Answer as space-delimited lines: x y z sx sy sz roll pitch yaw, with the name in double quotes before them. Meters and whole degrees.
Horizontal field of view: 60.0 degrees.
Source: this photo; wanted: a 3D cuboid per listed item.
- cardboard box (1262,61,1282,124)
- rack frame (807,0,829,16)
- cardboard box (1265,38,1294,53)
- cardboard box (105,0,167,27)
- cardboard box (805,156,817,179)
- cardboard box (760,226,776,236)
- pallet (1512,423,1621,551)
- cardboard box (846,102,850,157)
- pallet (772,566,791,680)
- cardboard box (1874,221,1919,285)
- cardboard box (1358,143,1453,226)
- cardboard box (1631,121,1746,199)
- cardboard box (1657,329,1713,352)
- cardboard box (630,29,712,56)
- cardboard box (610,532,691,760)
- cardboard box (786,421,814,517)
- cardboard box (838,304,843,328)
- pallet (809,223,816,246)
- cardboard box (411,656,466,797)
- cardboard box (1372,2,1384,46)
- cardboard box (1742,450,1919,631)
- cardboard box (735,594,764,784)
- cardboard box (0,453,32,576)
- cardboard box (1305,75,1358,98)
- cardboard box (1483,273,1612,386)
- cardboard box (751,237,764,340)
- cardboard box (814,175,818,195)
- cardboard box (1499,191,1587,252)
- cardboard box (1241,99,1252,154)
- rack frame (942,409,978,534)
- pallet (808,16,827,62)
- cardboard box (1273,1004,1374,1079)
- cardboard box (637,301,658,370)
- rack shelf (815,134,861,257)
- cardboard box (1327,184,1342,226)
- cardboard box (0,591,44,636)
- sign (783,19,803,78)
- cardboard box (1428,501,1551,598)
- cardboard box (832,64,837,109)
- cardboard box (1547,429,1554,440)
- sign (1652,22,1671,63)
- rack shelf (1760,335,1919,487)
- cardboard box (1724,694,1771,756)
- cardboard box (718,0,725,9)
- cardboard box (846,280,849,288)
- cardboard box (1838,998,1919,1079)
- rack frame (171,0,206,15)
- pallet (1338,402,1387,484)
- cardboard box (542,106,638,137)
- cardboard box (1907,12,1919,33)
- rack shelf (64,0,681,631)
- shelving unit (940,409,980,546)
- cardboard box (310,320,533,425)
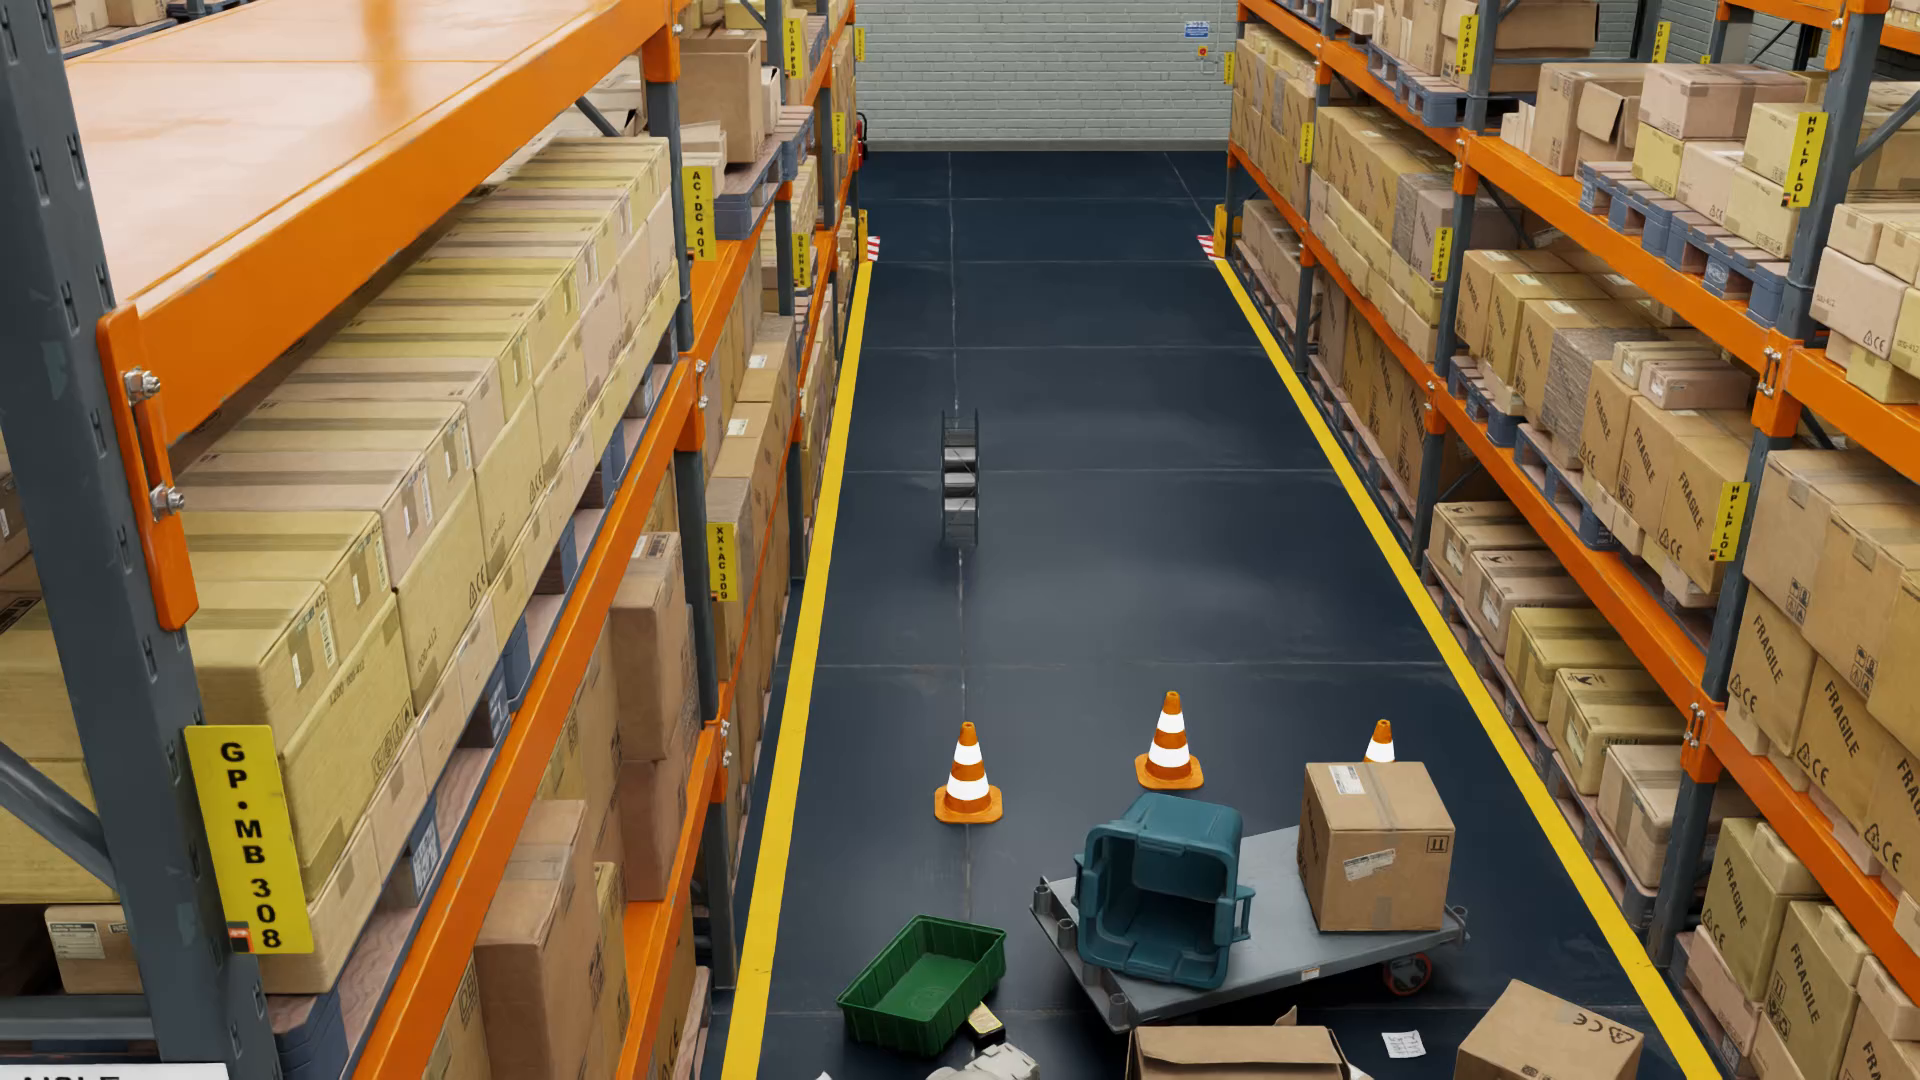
"cardboard box" 3.117 -4.162 15.478 0.500 0.500 0.500 0 24 0
"rack frame" -1.540 -5.512 12.517 1.000 3.000 0.127 0 24 -1
"cardboard box" 3.130 -4.708 15.898 0.380 0.149 0.250 0 24 0
"cardboard box" -6.485 -4.162 12.542 0.700 0.500 0.500 0 24 1
"cardboard box" -1.341 -2.962 13.232 0.380 0.149 0.250 1 24 2
"cardboard box" -1.314 -1.990 11.084 0.380 0.149 0.250 -1 24 -3
"pallet" 3.514 -0.291 8.486 1.003 0.211 1.213 0 24 -1
"cardboard box" -1.311 -3.797 15.523 0.500 0.500 0.500 1 24 2
"pallet" -1.563 0.466 9.964 1.003 0.211 1.213 0 24 -1
"cardboard box" 3.205 -0.923 5.348 0.380 0.149 0.250 0 24 1
"cardboard box" 3.174 -2.531 11.873 0.500 0.500 0.500 -1 24 -1
"cardboard box" 3.339 -1.694 7.388 0.500 0.250 0.500 0 24 0
"cardboard box" 3.763 -0.734 8.242 0.500 0.500 0.500 -1 24 -3
"cardboard box" -1.757 -2.776 9.988 0.500 0.500 0.500 0 24 -1
"cardboard box" -1.361 0.336 5.374 0.875 0.550 0.550 0 24 -1
"cardboard box" -1.249 -0.475 11.184 0.500 0.500 0.500 -1 24 -3
"cardboard box" -1.224 -1.957 14.526 0.380 0.149 0.250 1 24 2
"pallet" -1.677 -2.375 13.095 1.003 0.211 1.213 0 24 -1
"cardboard box" -1.098 0.326 2.922 0.380 0.149 0.250 0 24 0
"cardboard box" 3.078 -3.585 11.549 0.396 0.266 0.258 2 24 4
"cardboard box" 3.284 0.000 5.914 0.700 0.500 0.500 -1 24 -1
"cardboard box" -1.557 0.699 8.285 1.050 0.750 0.750 0 24 -1
"cardboard box" -1.756 -0.032 2.746 0.380 0.149 0.250 0 24 0
"cardboard box" 3.087 -3.764 13.811 0.380 0.149 0.250 -1 24 -2
"cardboard box" 3.238 -1.165 9.194 0.500 0.500 0.500 1 24 2
"cardboard box" -1.502 -1.446 9.473 0.700 0.500 0.500 0 24 -1
"cardboard box" -1.339 -2.828 13.296 0.380 0.149 0.250 0 24 1
"cardboard box" 3.691 -1.899 10.475 0.500 0.500 0.500 -1 24 -2
"cardboard box" 3.116 -4.129 16.617 0.500 0.500 0.500 -1 24 -1
"rack frame" -0.001 -0.455 11.165 0.240 0.900 0.006 0 24 -1
"pallet" -1.640 -3.805 12.610 1.213 0.211 1.003 0 24 -1
"cardboard box" 1.358 2.045 6.405 0.258 0.266 0.396 -19 31 -36
"cardboard box" -1.122 -0.612 4.997 0.380 0.149 0.250 0 24 0
"rack shelf" -1.562 -3.275 15.723 1.077 0.370 4.000 0 24 -1
"cardboard box" 3.165 -2.604 12.944 0.500 0.250 0.500 0 24 0
"cardboard box" -1.694 0.295 2.507 0.500 0.250 0.500 0 24 0
"sign" -0.942 -2.767 9.366 0.100 0.325 0.005 0 24 -1
"cardboard box" 3.448 0.045 10.190 0.950 0.372 0.625 -2 24 -4
"cardboard box" -1.323 -3.815 14.351 0.500 0.500 0.500 -1 24 -2
"cardboard box" 3.301 -0.578 8.683 0.380 0.149 0.250 1 24 2
"sign" 3.995 -2.798 9.529 0.100 0.325 0.005 0 24 -1
"rack shelf" 3.517 0.240 4.313 1.077 0.370 4.000 0 24 -1
"cardboard box" 3.178 0.700 6.367 0.380 0.149 0.250 0 24 -1
"cardboard box" -1.655 -3.746 11.618 0.797 0.503 0.637 -1 24 -1
"cardboard box" -1.285 -2.569 16.240 0.380 0.149 0.250 0 24 0
"cardboard box" 3.254 1.853 5.431 0.500 0.500 0.500 1 24 2
"rack frame" -6.501 -5.531 12.559 1.000 3.000 0.127 0 24 -1
"pallet" 3.508 -0.750 12.652 1.003 0.211 1.213 0 24 -1
"cardboard box" -1.692 -1.766 7.352 0.500 0.311 0.500 -1 24 -2
"cardboard box" 8.072 -4.265 13.705 0.380 0.149 0.250 0 24 -1
"rack shelf" -1.431 -0.881 3.636 1.077 0.370 4.000 0 24 -1
"shelving unit" 0.000 -0.413 11.072 0.258 0.900 0.210 0 24 -1
"cardboard box" -1.108 -0.349 3.447 0.380 0.149 0.250 -1 24 -1
